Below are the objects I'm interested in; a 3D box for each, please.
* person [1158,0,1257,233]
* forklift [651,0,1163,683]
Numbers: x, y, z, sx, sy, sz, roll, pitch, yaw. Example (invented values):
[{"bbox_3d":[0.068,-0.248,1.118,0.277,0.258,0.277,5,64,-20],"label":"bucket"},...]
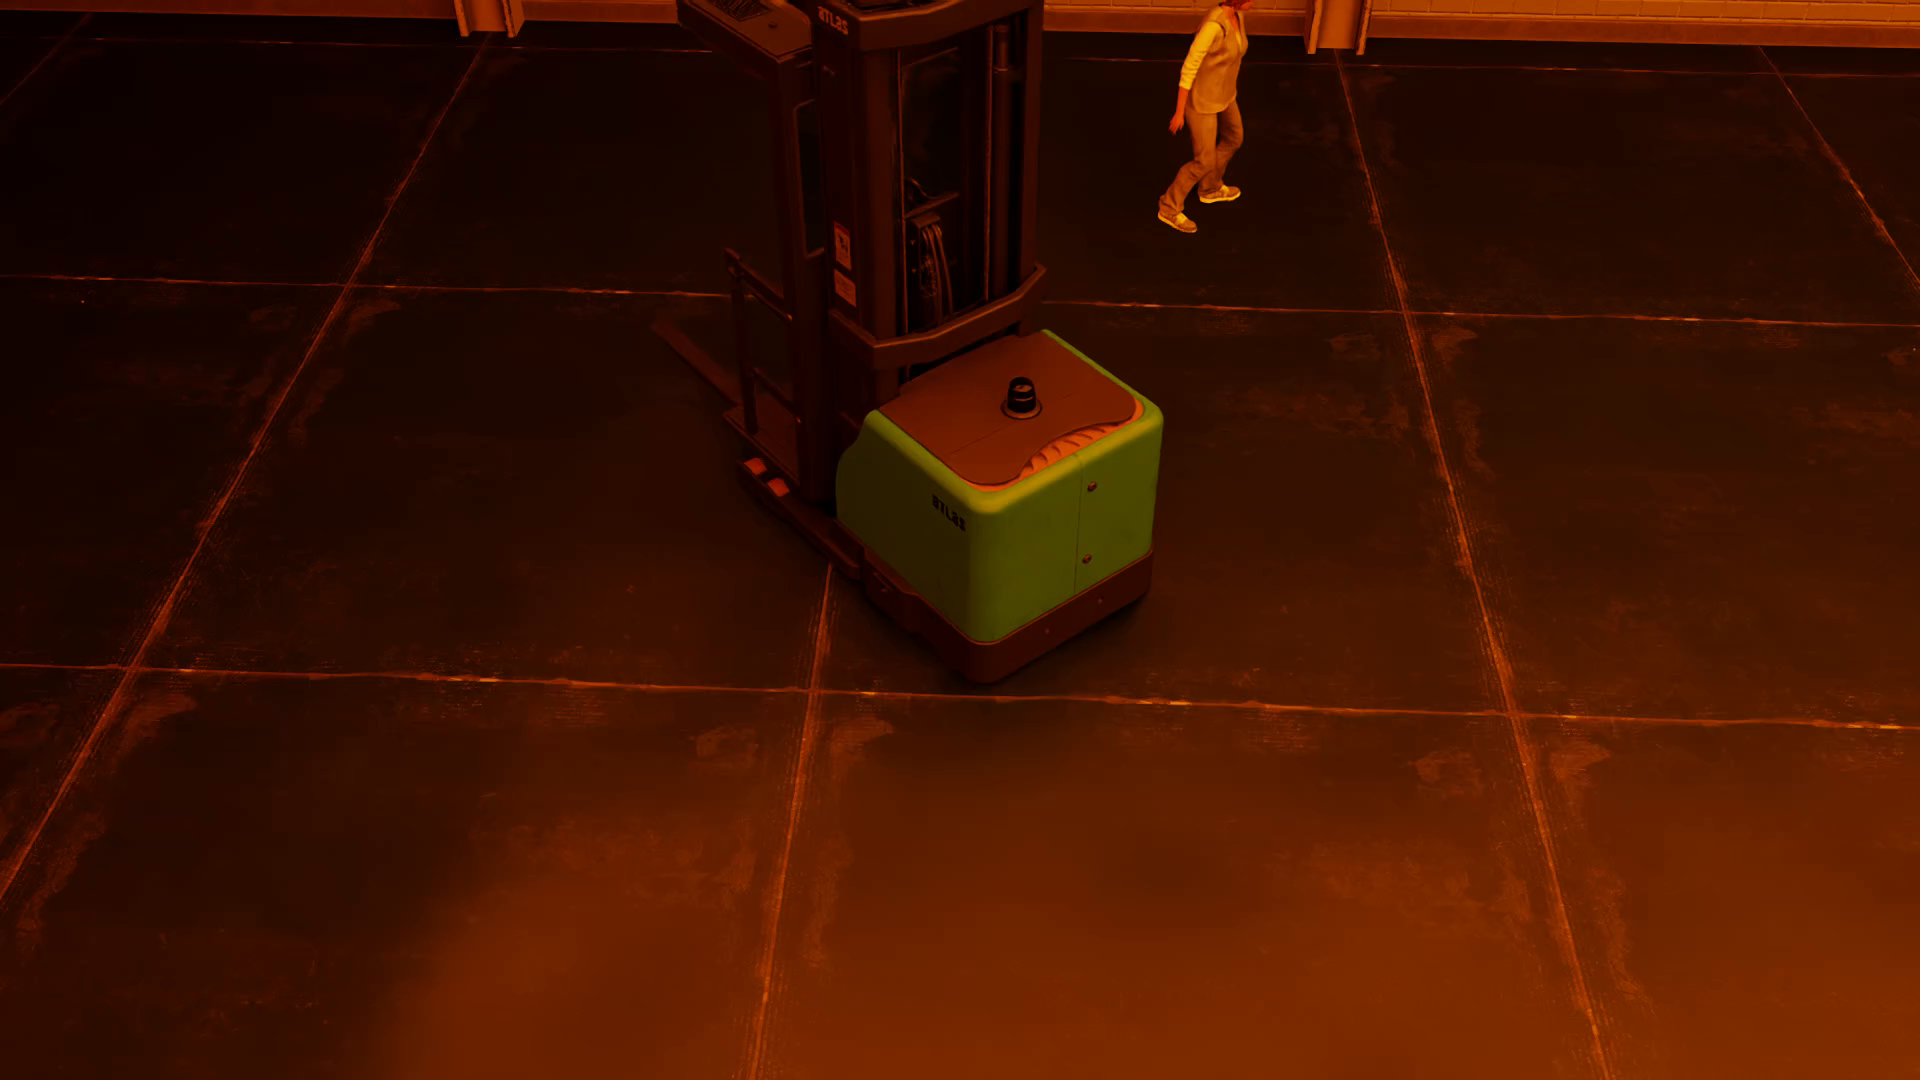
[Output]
[{"bbox_3d":[1.423,-2.522,9.542,0.402,1.568,0.731,22,47,22],"label":"person"},{"bbox_3d":[-0.442,-1.404,7.280,1.130,2.935,3.031,-28,49,-27],"label":"forklift"}]
